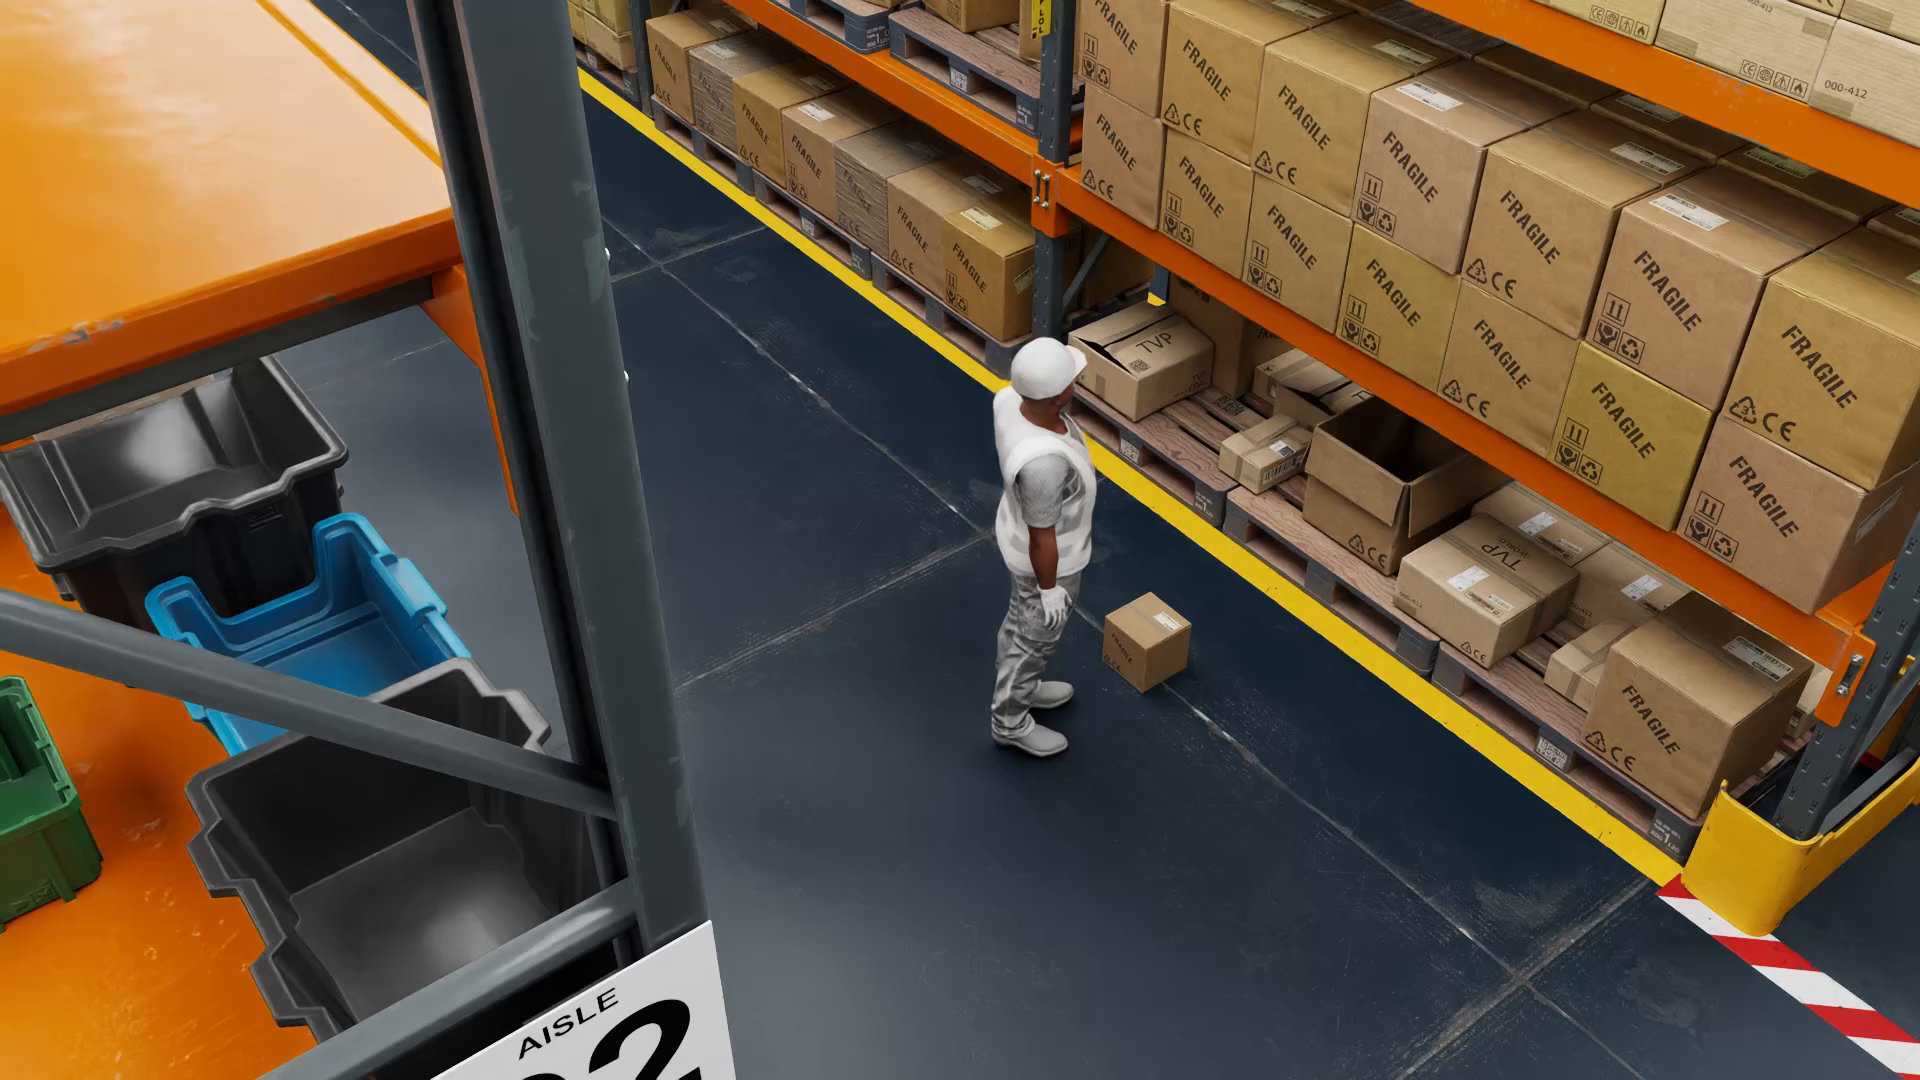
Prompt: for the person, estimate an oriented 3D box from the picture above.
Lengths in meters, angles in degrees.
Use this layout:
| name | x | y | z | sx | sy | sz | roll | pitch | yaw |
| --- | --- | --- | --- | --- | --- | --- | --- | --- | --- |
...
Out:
| name | x | y | z | sx | sy | sz | roll | pitch | yaw |
| --- | --- | --- | --- | --- | --- | --- | --- | --- | --- |
| person | 0.290 | 0.028 | 6.077 | 0.381 | 1.783 | 0.575 | -6 | 40 | -7 |
